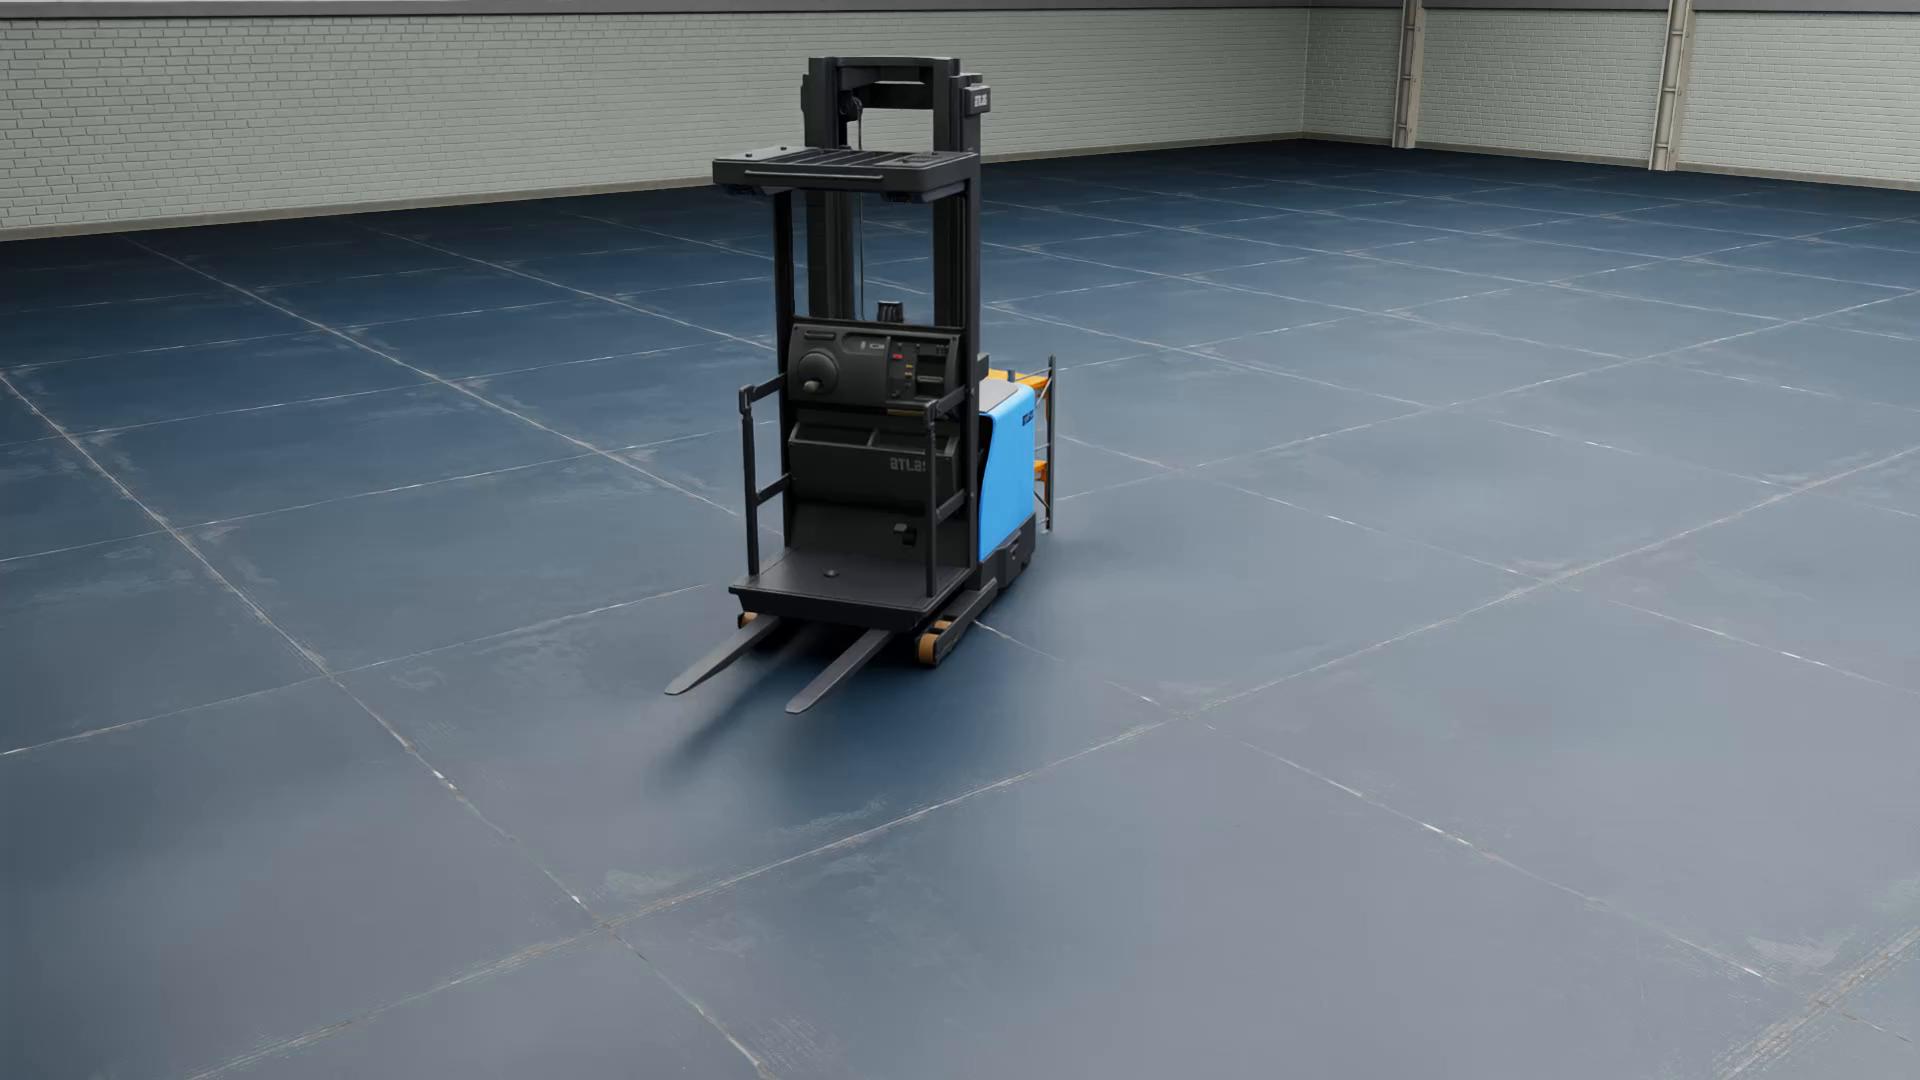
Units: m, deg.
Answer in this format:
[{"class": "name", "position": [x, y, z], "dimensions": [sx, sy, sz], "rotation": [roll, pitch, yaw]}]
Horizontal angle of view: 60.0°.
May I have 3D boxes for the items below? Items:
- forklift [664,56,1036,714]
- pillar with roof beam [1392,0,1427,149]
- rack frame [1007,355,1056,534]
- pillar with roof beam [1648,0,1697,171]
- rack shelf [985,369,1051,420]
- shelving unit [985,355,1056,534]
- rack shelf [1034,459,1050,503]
[{"class": "forklift", "position": [-0.522, -0.898, 8.410], "dimensions": [1.130, 2.935, 3.031], "rotation": [6, 19, 19]}, {"class": "pillar with roof beam", "position": [6.252, -11.952, 32.141], "dimensions": [9.100, 9.000, 0.400], "rotation": [-14, 23, -36]}, {"class": "rack frame", "position": [0.436, -0.539, 10.200], "dimensions": [0.032, 1.125, 0.500], "rotation": [12, 22, 33]}, {"class": "pillar with roof beam", "position": [9.978, -10.473, 27.676], "dimensions": [9.100, 9.000, 0.400], "rotation": [-14, 23, -36]}, {"class": "rack shelf", "position": [0.020, -0.908, 10.385], "dimensions": [1.000, 0.278, 0.538], "rotation": [12, 22, 33]}, {"class": "shelving unit", "position": [0.020, -0.630, 10.477], "dimensions": [1.048, 1.125, 0.538], "rotation": [12, 22, 33]}, {"class": "rack shelf", "position": [0.020, -0.398, 10.554], "dimensions": [1.000, 0.278, 0.538], "rotation": [12, 22, 33]}]
